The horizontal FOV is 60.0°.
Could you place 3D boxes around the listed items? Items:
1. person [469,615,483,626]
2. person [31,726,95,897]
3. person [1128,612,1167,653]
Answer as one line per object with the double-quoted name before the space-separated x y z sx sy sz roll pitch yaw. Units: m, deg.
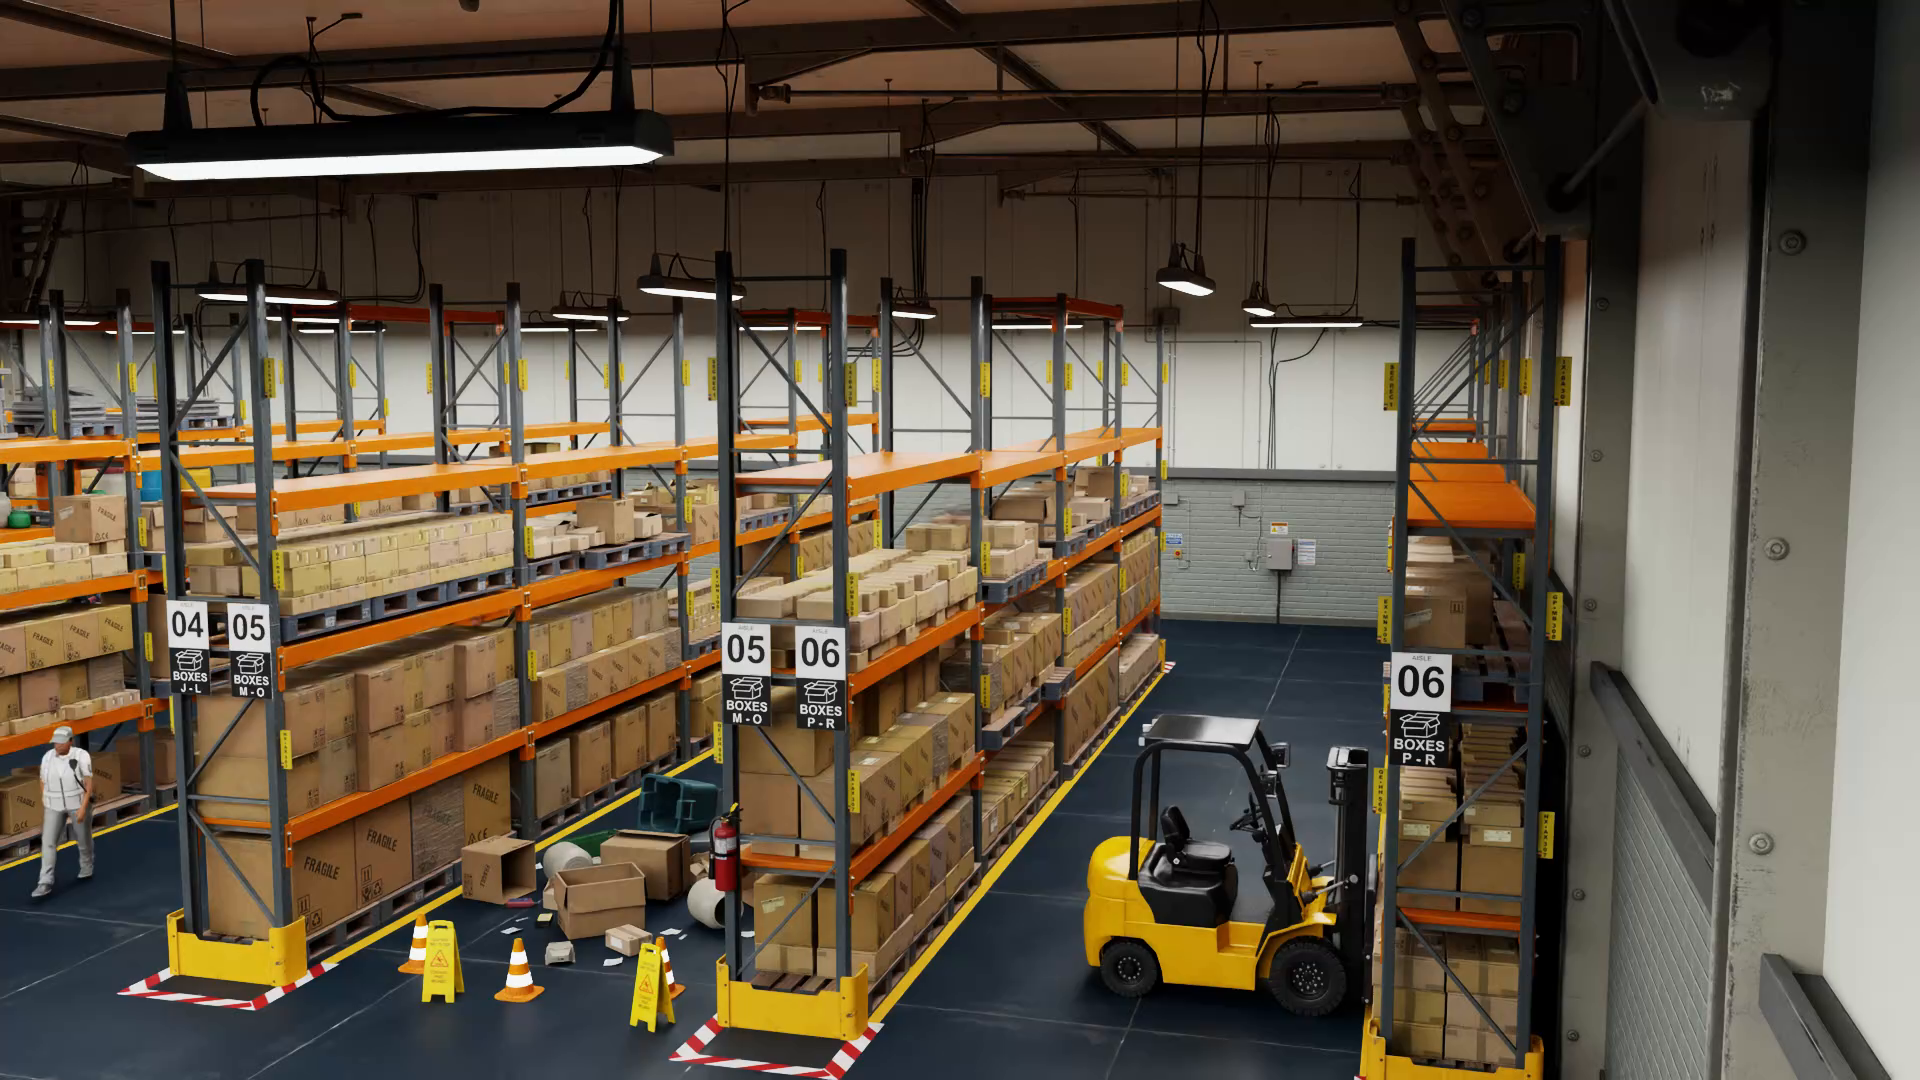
"person" -6.877 1.801 23.965 0.627 1.687 0.619 3 7 24
"person" -8.793 2.620 16.327 0.521 1.604 1.022 -2 6 -19
"person" 3.134 1.260 29.361 1.056 1.598 0.427 1 6 10
